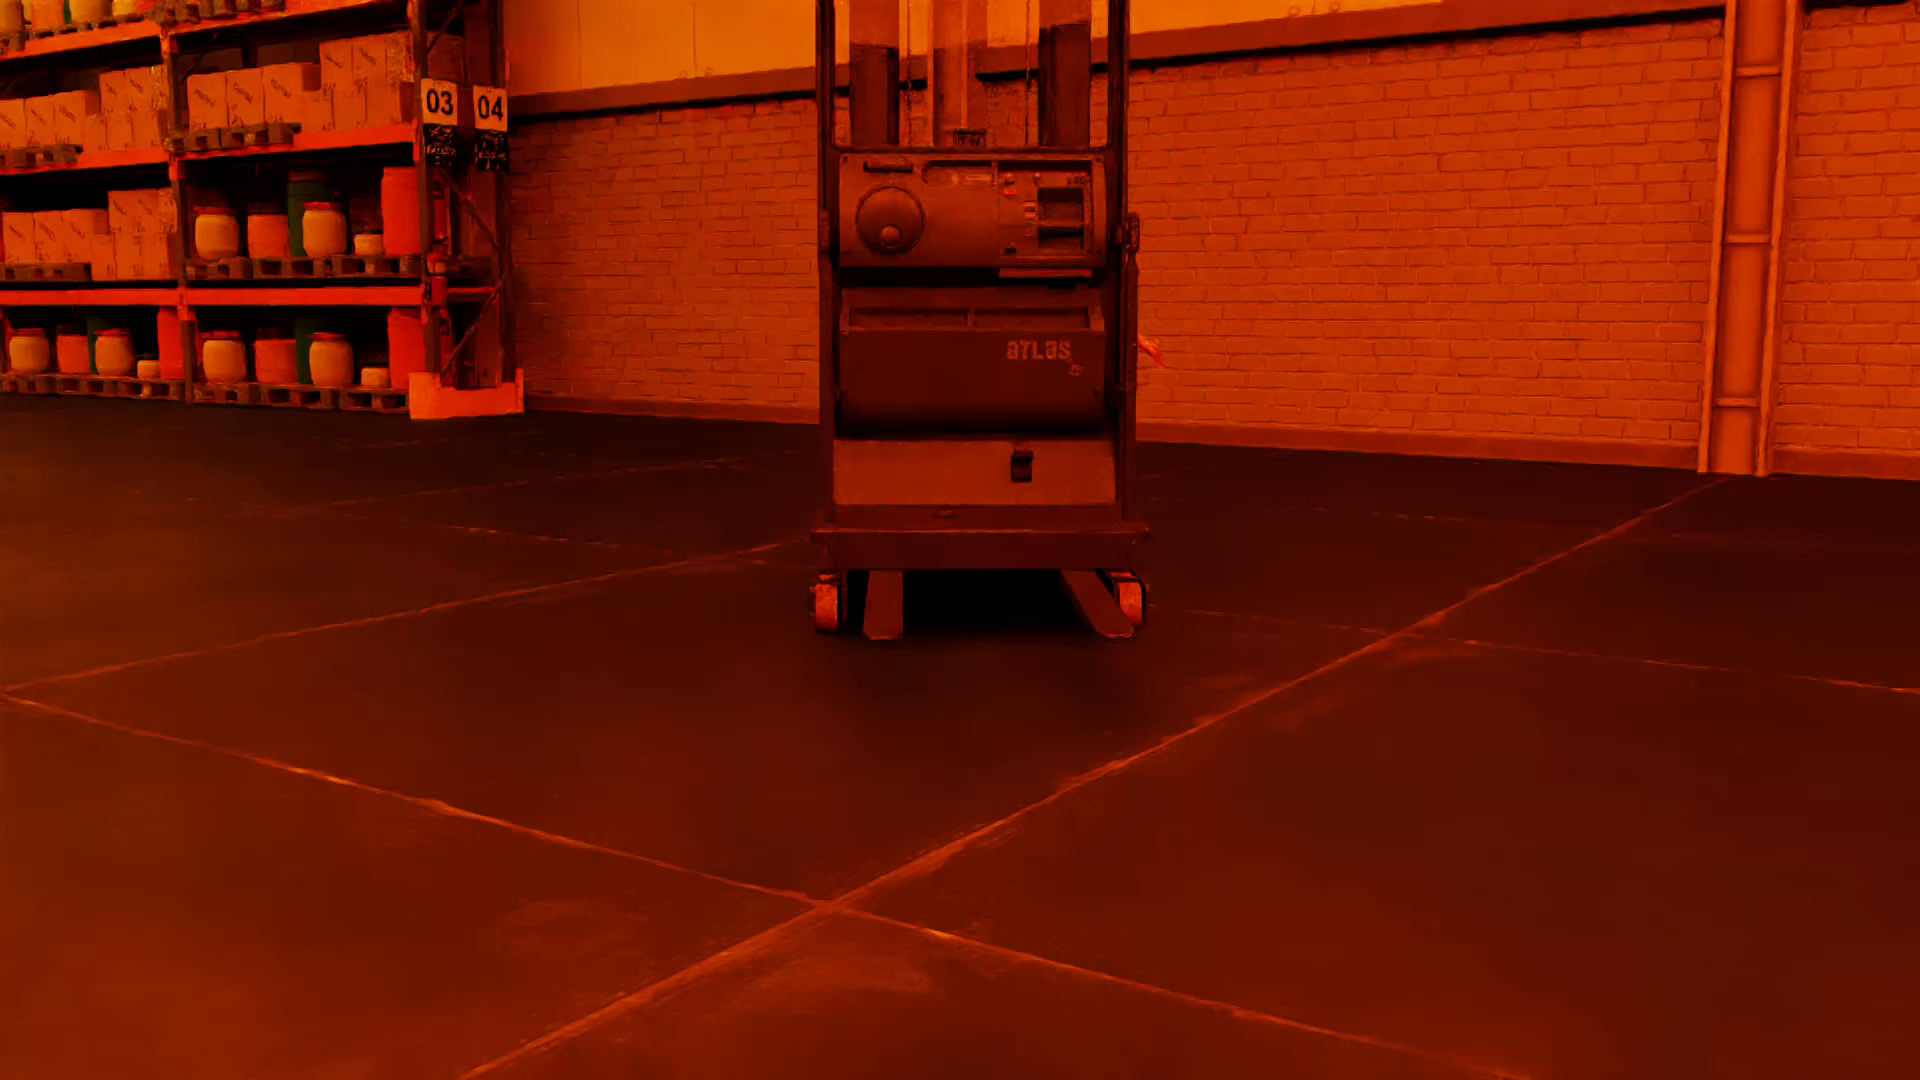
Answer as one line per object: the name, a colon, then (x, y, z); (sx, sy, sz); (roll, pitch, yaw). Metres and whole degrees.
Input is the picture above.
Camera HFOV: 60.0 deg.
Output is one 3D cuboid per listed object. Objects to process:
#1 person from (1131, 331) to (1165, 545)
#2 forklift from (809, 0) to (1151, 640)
person: (0.546, -0.725, 7.367); (0.768, 1.594, 0.764); (5, 10, 34)
forklift: (0.052, -1.194, 5.592); (1.130, 2.935, 3.031); (0, 8, -2)
